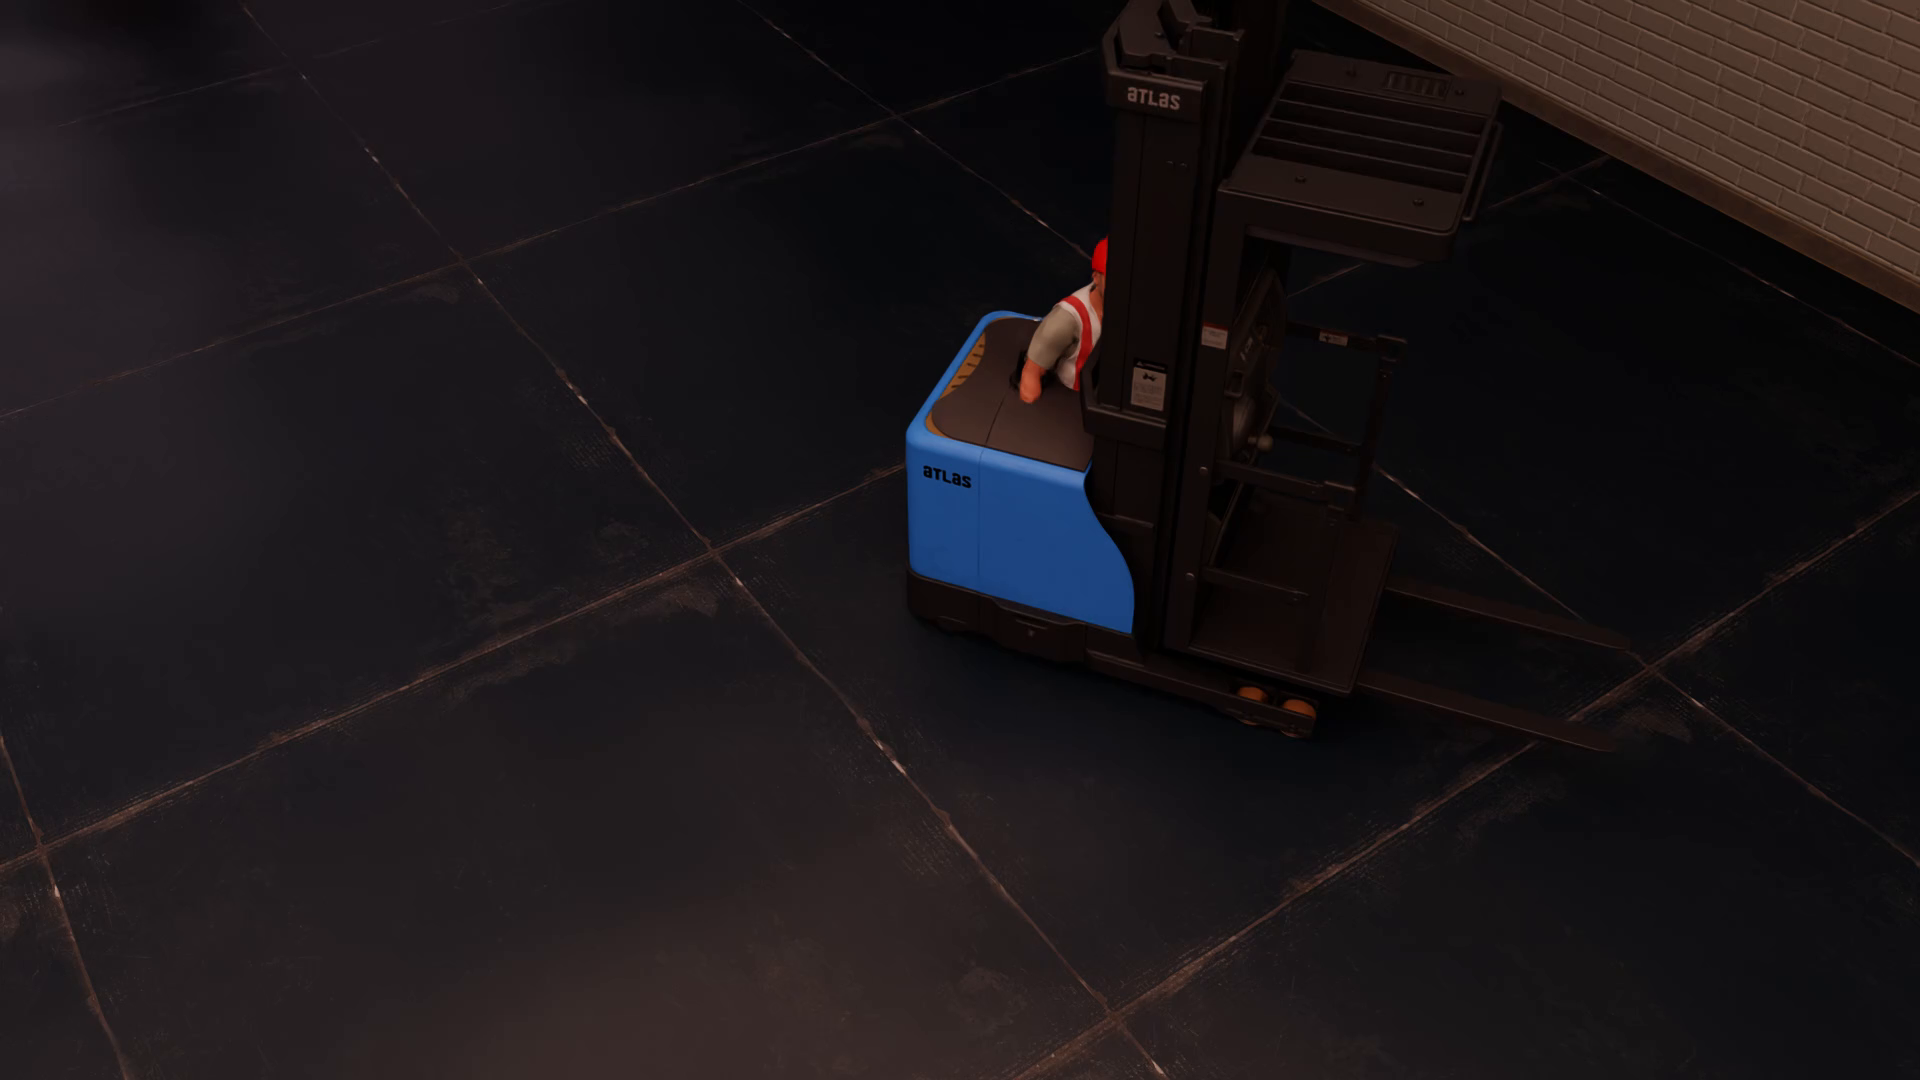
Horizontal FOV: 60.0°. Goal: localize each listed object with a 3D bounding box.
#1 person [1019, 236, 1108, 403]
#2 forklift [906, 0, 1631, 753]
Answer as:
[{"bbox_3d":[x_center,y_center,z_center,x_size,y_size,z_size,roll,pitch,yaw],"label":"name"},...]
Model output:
[{"bbox_3d":[0.677,-0.467,6.991,0.849,1.657,0.708,-17,45,-17],"label":"person"},{"bbox_3d":[1.331,-0.659,6.430,3.031,2.935,1.130,15,45,16],"label":"forklift"}]
